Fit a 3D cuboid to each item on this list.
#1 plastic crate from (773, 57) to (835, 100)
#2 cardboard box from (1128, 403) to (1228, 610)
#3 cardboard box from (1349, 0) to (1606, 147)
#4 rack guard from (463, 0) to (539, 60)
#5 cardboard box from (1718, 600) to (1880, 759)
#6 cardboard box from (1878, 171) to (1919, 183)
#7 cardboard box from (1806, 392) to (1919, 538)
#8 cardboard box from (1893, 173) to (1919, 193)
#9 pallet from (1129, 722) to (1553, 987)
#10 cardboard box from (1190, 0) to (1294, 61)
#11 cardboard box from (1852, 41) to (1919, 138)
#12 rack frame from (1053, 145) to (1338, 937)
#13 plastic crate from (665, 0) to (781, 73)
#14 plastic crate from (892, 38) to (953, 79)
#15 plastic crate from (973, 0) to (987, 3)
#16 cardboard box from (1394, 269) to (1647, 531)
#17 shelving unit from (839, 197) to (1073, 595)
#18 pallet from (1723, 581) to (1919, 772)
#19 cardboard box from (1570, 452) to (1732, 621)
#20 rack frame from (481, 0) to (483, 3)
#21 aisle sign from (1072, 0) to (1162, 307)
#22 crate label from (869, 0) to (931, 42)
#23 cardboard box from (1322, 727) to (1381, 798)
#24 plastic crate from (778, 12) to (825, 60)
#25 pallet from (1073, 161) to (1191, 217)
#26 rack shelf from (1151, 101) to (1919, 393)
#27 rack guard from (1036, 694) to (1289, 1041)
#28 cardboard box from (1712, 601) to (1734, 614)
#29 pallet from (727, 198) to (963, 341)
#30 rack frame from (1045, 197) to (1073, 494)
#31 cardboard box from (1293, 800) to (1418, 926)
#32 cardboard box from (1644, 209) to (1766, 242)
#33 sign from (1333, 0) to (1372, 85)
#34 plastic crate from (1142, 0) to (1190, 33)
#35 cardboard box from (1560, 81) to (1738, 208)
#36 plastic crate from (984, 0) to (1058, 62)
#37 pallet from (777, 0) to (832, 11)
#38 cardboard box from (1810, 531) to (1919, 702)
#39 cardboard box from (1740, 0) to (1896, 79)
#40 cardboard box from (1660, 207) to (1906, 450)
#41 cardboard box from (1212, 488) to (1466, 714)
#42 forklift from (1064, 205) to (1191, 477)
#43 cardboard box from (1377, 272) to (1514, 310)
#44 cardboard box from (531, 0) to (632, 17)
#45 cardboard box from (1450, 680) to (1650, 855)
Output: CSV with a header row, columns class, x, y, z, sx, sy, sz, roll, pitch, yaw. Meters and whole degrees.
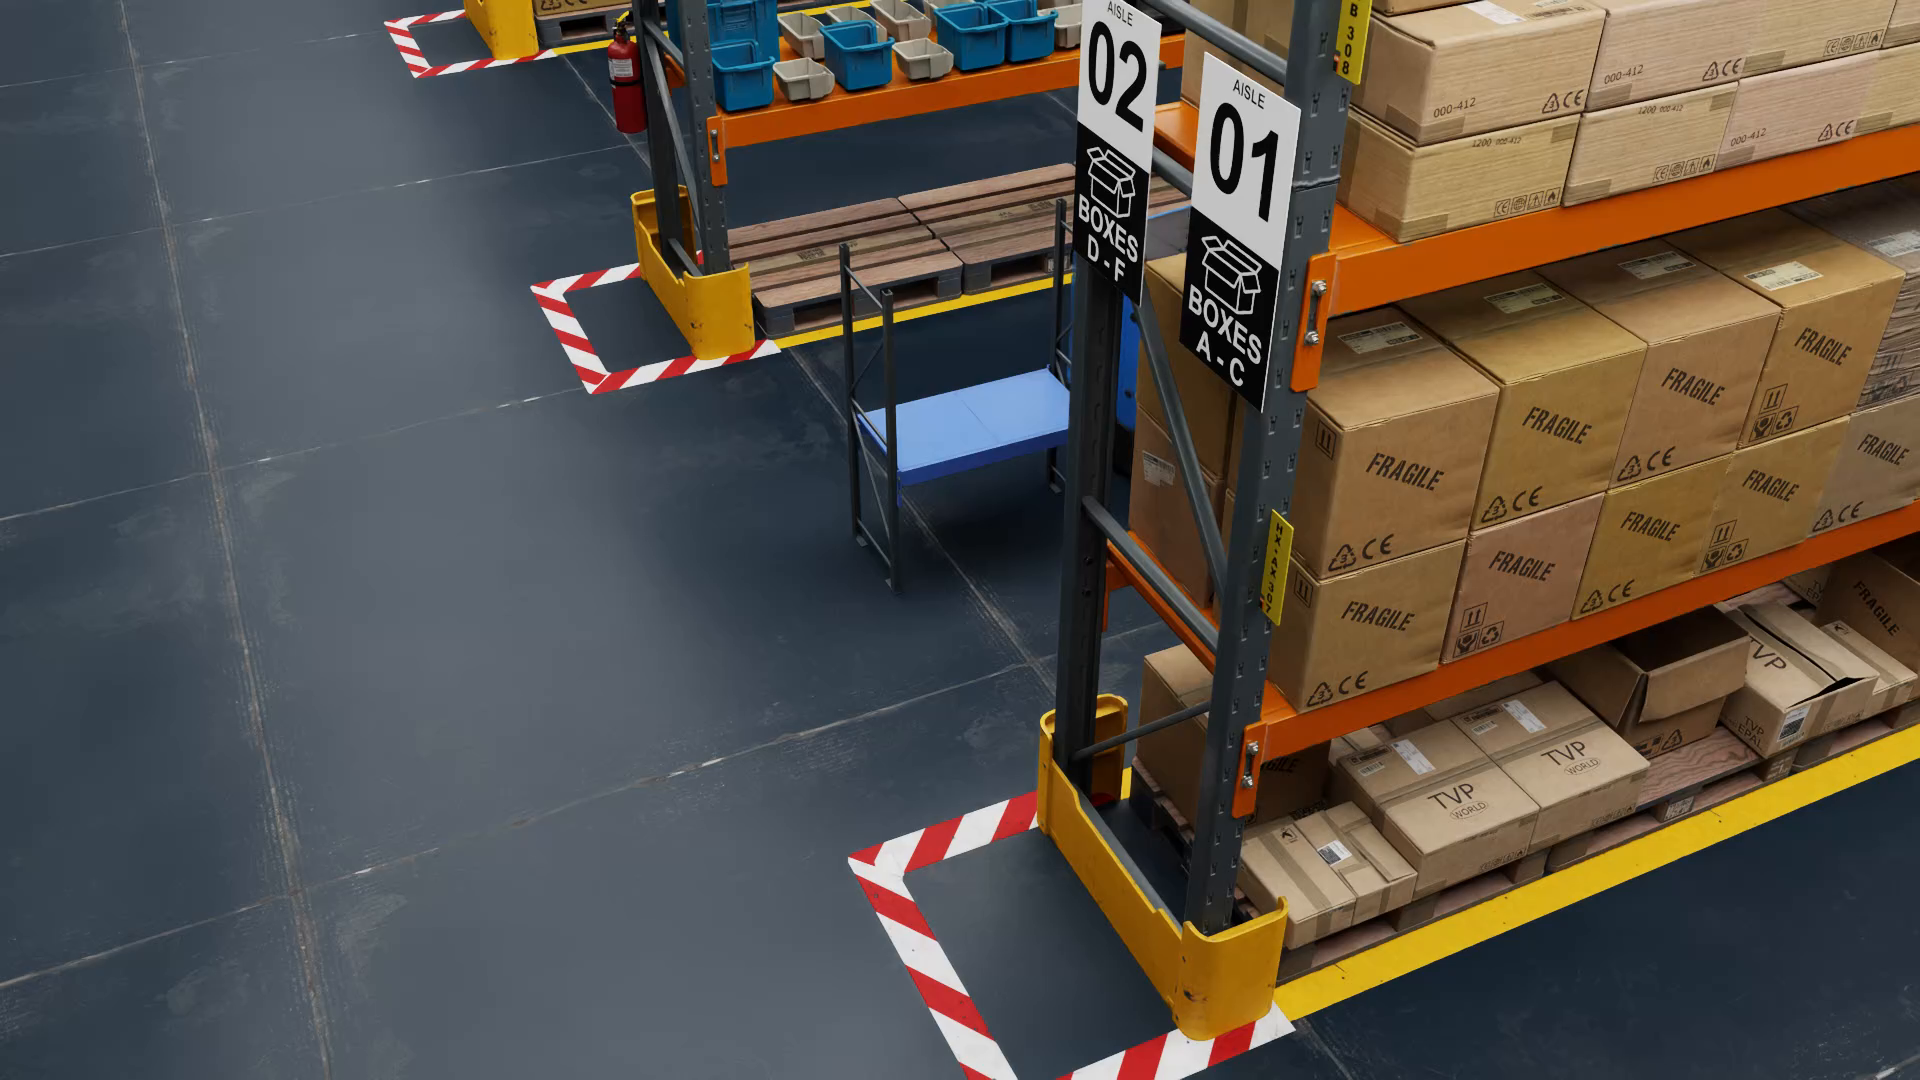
class,x,y,z,sx,sy,sz,roll,pitch,yaw
plastic crate,-0.808,-2.382,8.614,0.298,0.136,0.250,-16,39,-20
cardboard box,0.894,-0.170,5.378,0.500,0.500,0.500,-14,39,-19
cardboard box,1.180,-1.205,4.045,0.500,0.250,0.500,-16,39,-20
rack guard,-3.623,-4.203,12.997,0.348,0.500,1.175,-16,39,-20
cardboard box,3.151,0.508,6.435,0.500,0.311,0.500,-16,39,-20
cardboard box,3.212,-1.226,5.962,0.500,0.500,0.500,-17,40,-21
cardboard box,2.951,-0.395,5.681,0.500,0.500,0.500,-15,39,-19
cardboard box,3.415,-0.926,5.557,0.500,0.500,0.500,-16,40,-21
pallet,1.394,1.029,6.186,1.213,0.211,1.003,-16,39,-20
cardboard box,0.961,-1.483,4.420,0.500,0.250,0.500,-16,39,-20
cardboard box,2.537,-1.385,4.707,0.500,0.250,0.500,-16,39,-20
rack frame,0.604,0.130,5.057,0.127,3.000,1.000,-16,39,-20
plastic crate,-1.273,-2.766,8.881,0.499,0.435,0.616,-16,39,-20
plastic crate,-0.194,-2.554,8.846,0.298,0.136,0.250,-16,39,-20
plastic crate,0.253,-3.157,9.579,0.300,0.233,0.416,-16,39,-20
cardboard box,1.588,-0.418,4.873,0.500,0.500,0.500,-15,39,-19
shelving unit,0.077,-0.624,7.332,1.048,1.500,0.538,-16,39,-20
pallet,3.603,0.411,7.019,1.213,0.211,1.003,-16,39,-20
cardboard box,2.038,-0.139,5.336,0.500,0.500,0.500,-16,39,-20
rack frame,-3.602,-5.213,12.261,0.127,3.000,1.000,-16,39,-20
aisle sign,0.412,-1.062,4.482,0.004,0.787,0.394,-16,39,-20
crate label,-0.326,-2.914,9.331,0.243,0.136,0.396,-16,39,-20
cardboard box,1.396,0.767,6.207,0.250,0.166,0.380,-16,39,-20
plastic crate,-0.836,-2.764,9.130,0.243,0.136,0.396,-16,39,-20
pallet,1.475,-2.228,10.576,1.213,0.211,1.003,-16,39,-20
rack shelf,2.415,-1.292,5.060,4.000,0.370,1.077,-16,39,-20
rack guard,0.673,1.115,5.827,0.348,0.500,1.175,-16,39,-20
cardboard box,2.974,0.293,6.846,0.250,0.166,0.380,-16,39,-20
pallet,-0.734,-1.610,9.744,1.213,0.211,1.003,-16,39,-20
rack frame,0.537,-0.753,7.506,0.032,1.500,0.500,-16,39,-20
cardboard box,1.355,1.107,5.748,0.250,0.166,0.380,-16,39,-20
cardboard box,2.279,-0.965,5.610,0.500,0.500,0.500,-14,39,-19
sign,0.835,-1.133,3.508,0.005,0.325,0.100,-16,39,-20
plastic crate,1.225,-3.040,9.511,0.590,0.125,0.437,-16,39,-20
cardboard box,1.635,-1.127,4.360,0.500,0.250,0.500,-16,39,-20
plastic crate,0.330,-2.793,9.088,0.300,0.233,0.416,-16,39,-20
pallet,-1.808,-4.644,13.835,1.213,0.211,1.003,-16,39,-20
cardboard box,3.830,0.242,6.635,0.500,0.500,0.500,-16,39,-20
cardboard box,2.085,-1.458,4.386,0.500,0.250,0.500,-16,39,-20
cardboard box,2.502,-0.671,5.214,0.500,0.500,0.500,-16,39,-20
cardboard box,1.118,0.120,4.987,0.500,0.500,0.500,-15,39,-19
forklift,2.045,-1.967,7.942,3.031,2.935,1.130,-20,41,-25
cardboard box,1.347,-0.701,5.254,0.500,0.500,0.500,-15,39,-19
cardboard box,-3.056,-4.734,13.045,0.875,0.875,0.875,-16,39,-20
cardboard box,2.122,0.820,6.065,0.500,0.250,0.500,-16,39,-20
